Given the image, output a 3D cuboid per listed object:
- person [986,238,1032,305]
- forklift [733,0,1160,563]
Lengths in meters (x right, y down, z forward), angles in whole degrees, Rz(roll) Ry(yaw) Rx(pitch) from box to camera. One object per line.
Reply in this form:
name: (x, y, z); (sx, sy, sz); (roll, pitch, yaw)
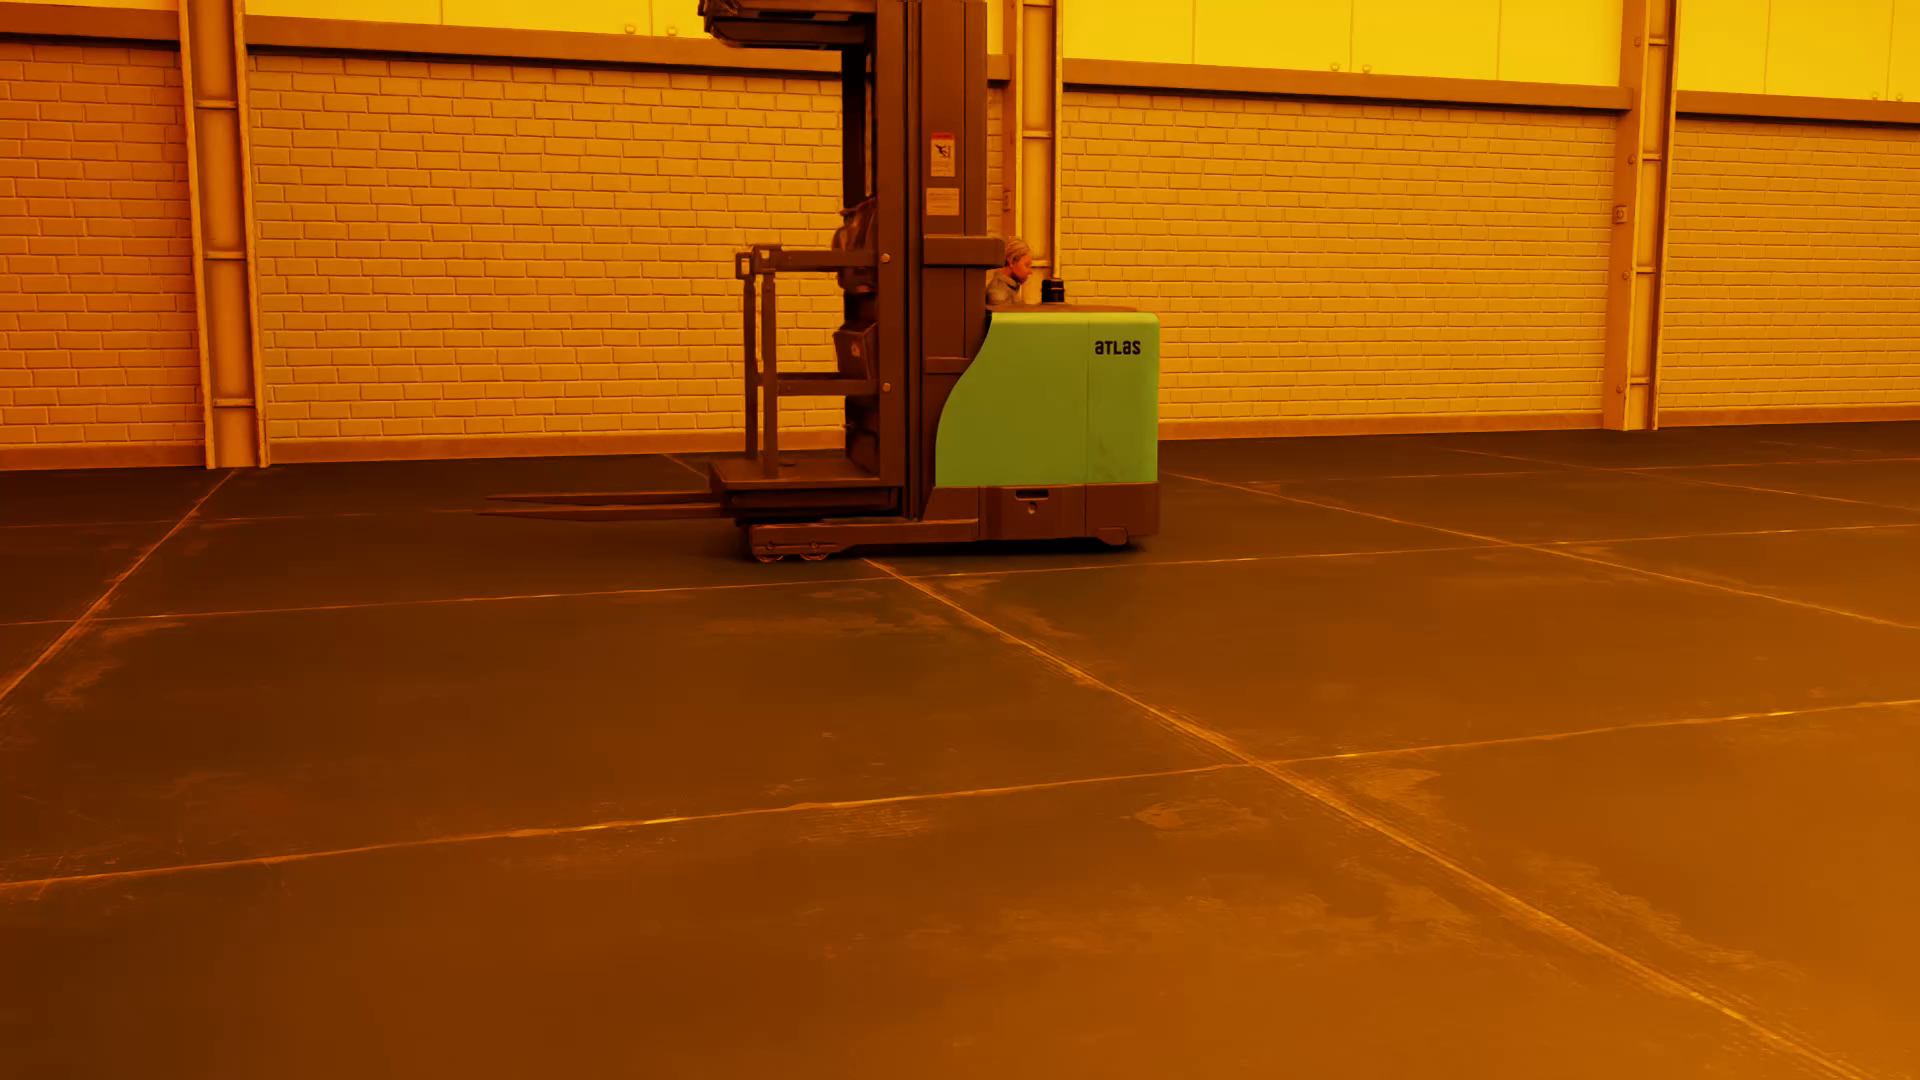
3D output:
person: (0.337, -0.939, 9.497); (0.787, 1.523, 0.927); (1, 8, 5)
forklift: (-0.657, -1.430, 7.564); (3.031, 2.935, 1.130); (-2, 8, -12)
